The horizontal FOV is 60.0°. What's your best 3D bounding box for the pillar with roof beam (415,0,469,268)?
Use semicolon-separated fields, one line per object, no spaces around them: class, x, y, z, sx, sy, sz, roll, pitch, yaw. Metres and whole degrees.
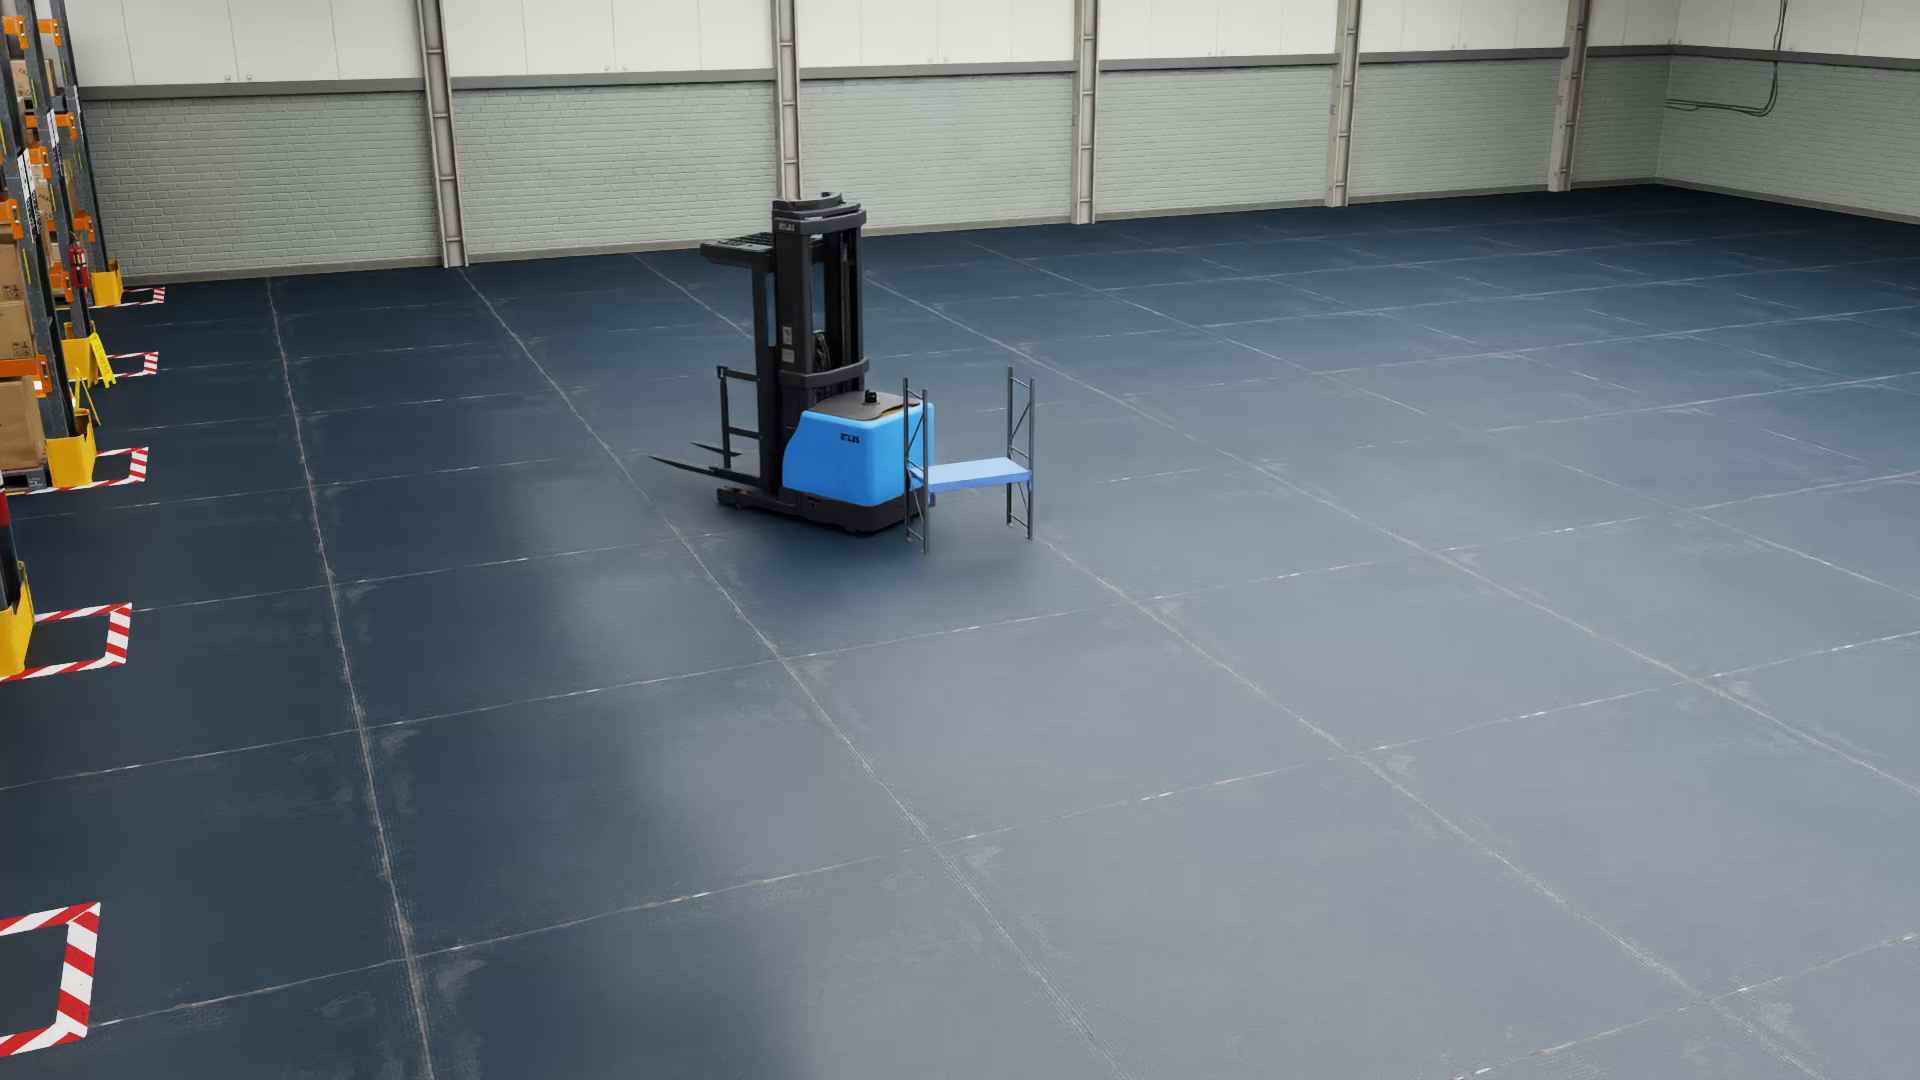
pillar with roof beam;-6.900;-7.617;23.138;0.400;9.000;9.100;-8;21;-22

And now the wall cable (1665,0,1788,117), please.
wall cable;16.661;-10.607;36.305;0.112;2.526;3.097;-8;21;-22

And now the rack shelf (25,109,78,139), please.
rack shelf;-14.955;-5.940;23.975;4.000;0.370;1.077;-8;21;-22

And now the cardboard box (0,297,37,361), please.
cardboard box;-9.418;-2.126;16.351;0.550;0.550;0.875;-8;21;-22

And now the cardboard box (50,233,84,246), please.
cardboard box;-13.634;-4.495;25.306;0.500;0.250;0.500;-8;21;-23

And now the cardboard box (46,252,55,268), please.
cardboard box;-11.543;-3.514;20.897;0.250;0.149;0.380;-8;21;-22

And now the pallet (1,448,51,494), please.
pallet;-9.798;-0.674;16.651;1.213;0.211;1.003;-8;21;-22

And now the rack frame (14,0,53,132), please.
rack frame;-11.149;-6.444;19.807;0.127;3.000;1.000;-8;21;-22

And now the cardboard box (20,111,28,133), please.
cardboard box;-11.716;-5.114;20.324;0.500;0.250;0.500;-9;21;-23

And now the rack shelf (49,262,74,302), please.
rack shelf;-12.985;-3.012;20.176;4.000;0.370;1.077;-8;21;-22

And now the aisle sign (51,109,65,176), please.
aisle sign;-11.214;-4.943;20.663;0.004;0.787;0.394;-8;21;-22

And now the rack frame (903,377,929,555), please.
rack frame;-0.388;-0.652;14.648;0.032;1.500;0.500;-8;21;-22

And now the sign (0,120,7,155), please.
sign;-8.893;-3.746;15.447;0.005;0.325;0.100;-8;21;-22

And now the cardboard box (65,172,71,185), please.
cardboard box;-13.325;-5.349;24.604;0.250;0.149;0.380;-8;21;-21

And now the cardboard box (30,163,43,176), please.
cardboard box;-13.578;-5.468;24.492;0.250;0.149;0.380;-8;21;-22

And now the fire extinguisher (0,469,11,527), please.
fire extinguisher;-6.936;-0.430;11.877;0.183;0.674;0.296;-8;21;-22

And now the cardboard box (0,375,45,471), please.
cardboard box;-9.692;-1.205;16.527;0.875;0.875;0.875;-8;21;-22

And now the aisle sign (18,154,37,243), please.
aisle sign;-8.911;-3.262;15.889;0.004;0.787;0.394;-8;21;-22

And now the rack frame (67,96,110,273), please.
rack frame;-13.118;-5.127;25.101;0.127;3.000;1.000;-8;21;-22

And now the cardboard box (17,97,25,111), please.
cardboard box;-11.556;-5.302;20.258;0.250;0.149;0.380;-8;21;-22

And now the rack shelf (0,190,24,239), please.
rack shelf;-10.932;-2.930;15.428;4.000;0.370;1.077;-8;21;-22

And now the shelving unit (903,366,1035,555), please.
shelving unit;0.078;-0.719;14.838;1.048;1.500;0.538;-8;21;-22

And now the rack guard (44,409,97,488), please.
rack guard;-9.073;-0.942;16.978;0.348;0.500;1.175;-8;21;-22

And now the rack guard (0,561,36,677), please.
rack guard;-7.293;0.597;12.607;0.348;0.500;1.175;-8;21;-22

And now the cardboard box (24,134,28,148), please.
cardboard box;-11.365;-4.778;19.971;0.250;0.149;0.380;-8;21;-22

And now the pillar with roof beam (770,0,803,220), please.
pillar with roof beam;-1.391;-8.406;25.380;0.400;9.000;9.100;-8;21;-22

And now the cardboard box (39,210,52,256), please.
cardboard box;-11.693;-3.824;20.801;0.500;0.500;0.500;-8;21;-23

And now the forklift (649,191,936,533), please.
forklift;-1.721;-1.813;15.792;3.031;2.935;1.130;14;24;34

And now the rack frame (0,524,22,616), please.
rack frame;-7.223;-0.592;12.220;0.127;3.000;1.000;-8;21;-22

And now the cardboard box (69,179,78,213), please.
cardboard box;-13.683;-5.194;25.140;0.500;0.500;0.500;-7;21;-20

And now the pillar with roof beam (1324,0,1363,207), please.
pillar with roof beam;9.628;-9.985;29.863;0.400;9.000;9.100;-8;21;-22

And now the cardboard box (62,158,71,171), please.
cardboard box;-13.511;-5.642;24.987;0.250;0.149;0.380;-9;21;-23

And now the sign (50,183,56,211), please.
sign;-10.947;-4.138;20.070;0.005;0.325;0.100;-8;21;-22

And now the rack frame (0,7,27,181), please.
rack frame;-9.095;-4.948;15.558;0.127;3.000;1.000;-8;21;-22

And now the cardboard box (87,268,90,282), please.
cardboard box;-13.647;-4.024;25.474;0.500;0.250;0.500;-8;21;-22

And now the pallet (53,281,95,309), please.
pallet;-13.804;-3.699;25.242;1.213;0.211;1.003;-8;21;-22

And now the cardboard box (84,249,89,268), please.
cardboard box;-13.632;-4.266;25.409;0.500;0.250;0.500;-8;21;-21

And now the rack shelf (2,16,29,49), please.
rack shelf;-12.985;-5.840;19.180;4.000;0.370;1.077;-8;21;-22

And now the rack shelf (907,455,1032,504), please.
rack shelf;0.078;-0.549;14.898;1.000;0.185;0.538;-8;21;-22

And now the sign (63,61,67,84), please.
sign;-12.916;-6.755;23.994;0.005;0.325;0.100;-8;21;-22

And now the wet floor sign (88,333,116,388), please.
wet floor sign;-10.550;-2.202;20.339;0.232;0.644;0.267;-1;19;-3

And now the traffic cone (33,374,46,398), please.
traffic cone;-11.032;-1.968;19.947;0.334;0.463;0.336;-8;21;-22
